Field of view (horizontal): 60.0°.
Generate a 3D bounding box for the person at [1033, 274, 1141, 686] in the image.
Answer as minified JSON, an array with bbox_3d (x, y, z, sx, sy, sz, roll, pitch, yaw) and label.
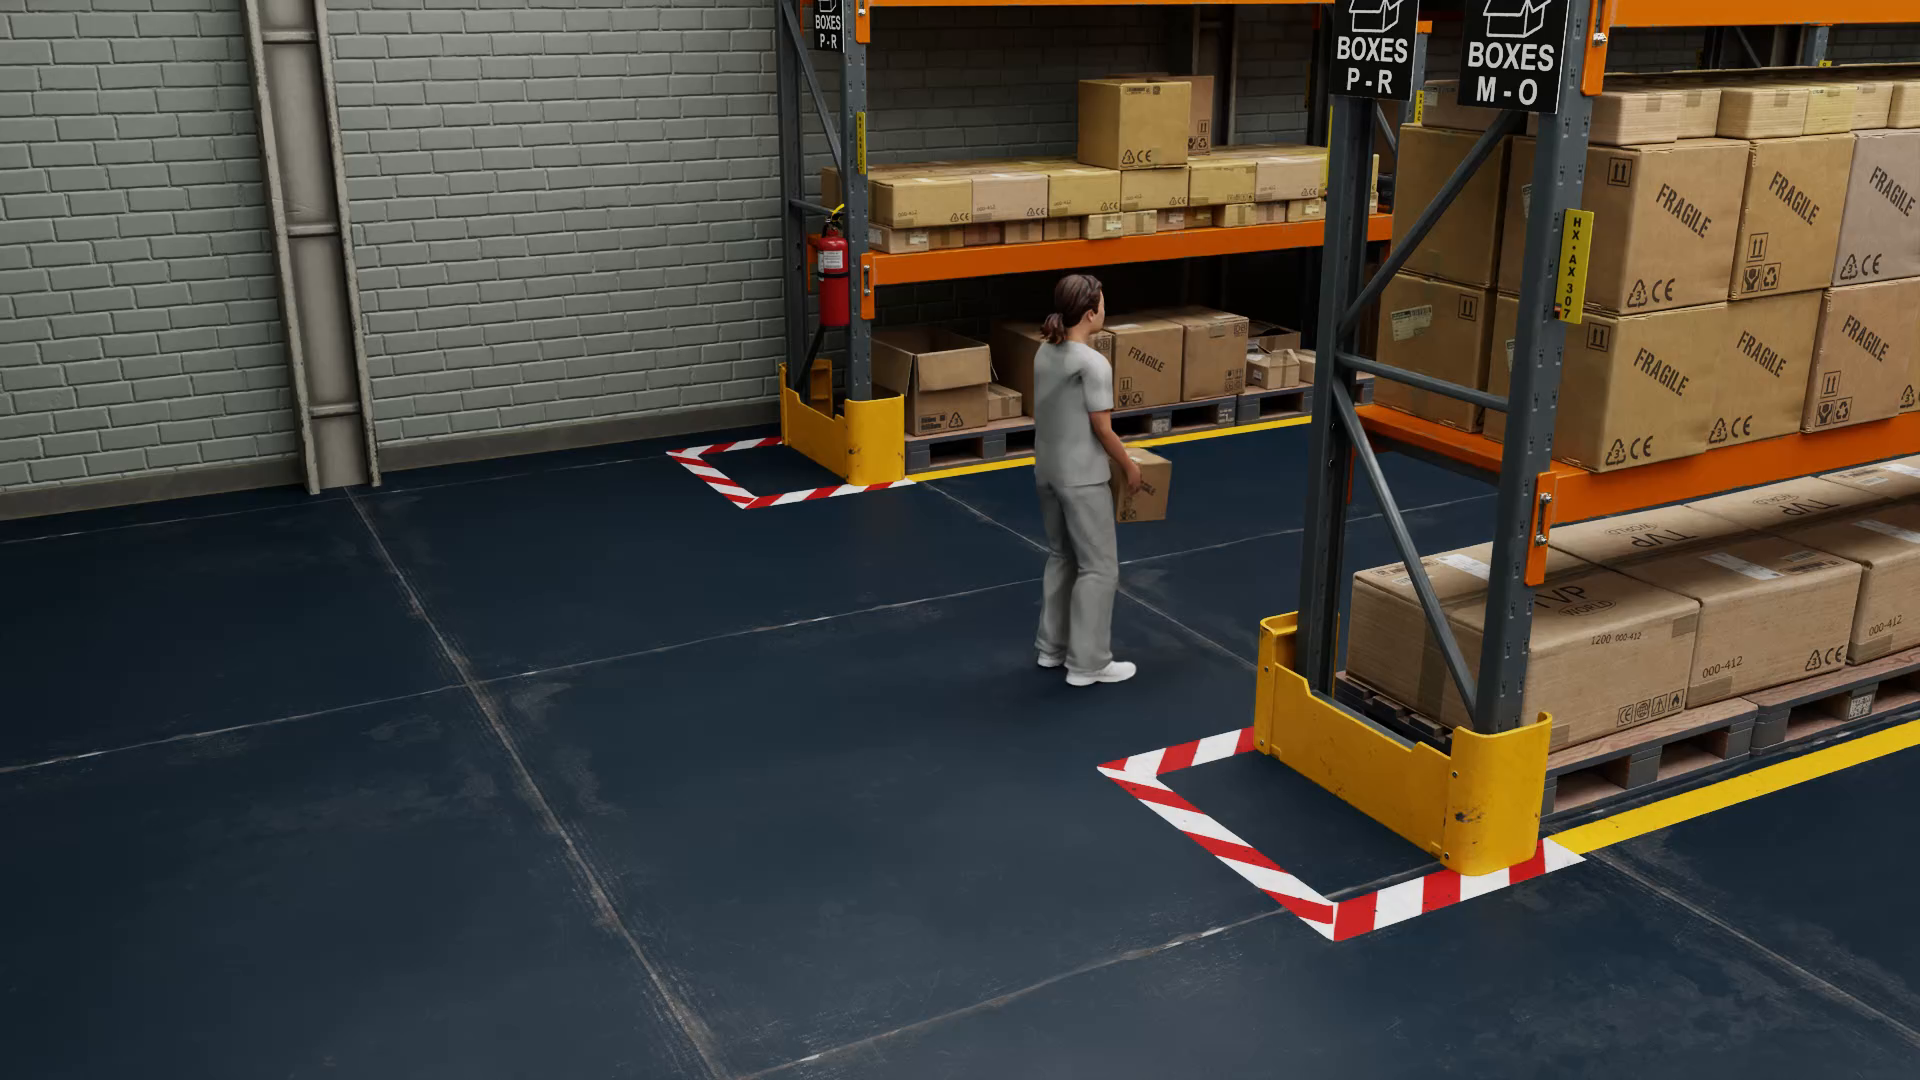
[{"bbox_3d":[0.499,-0.251,6.805,0.412,1.676,0.466,-10,21,-28],"label":"person"}]
